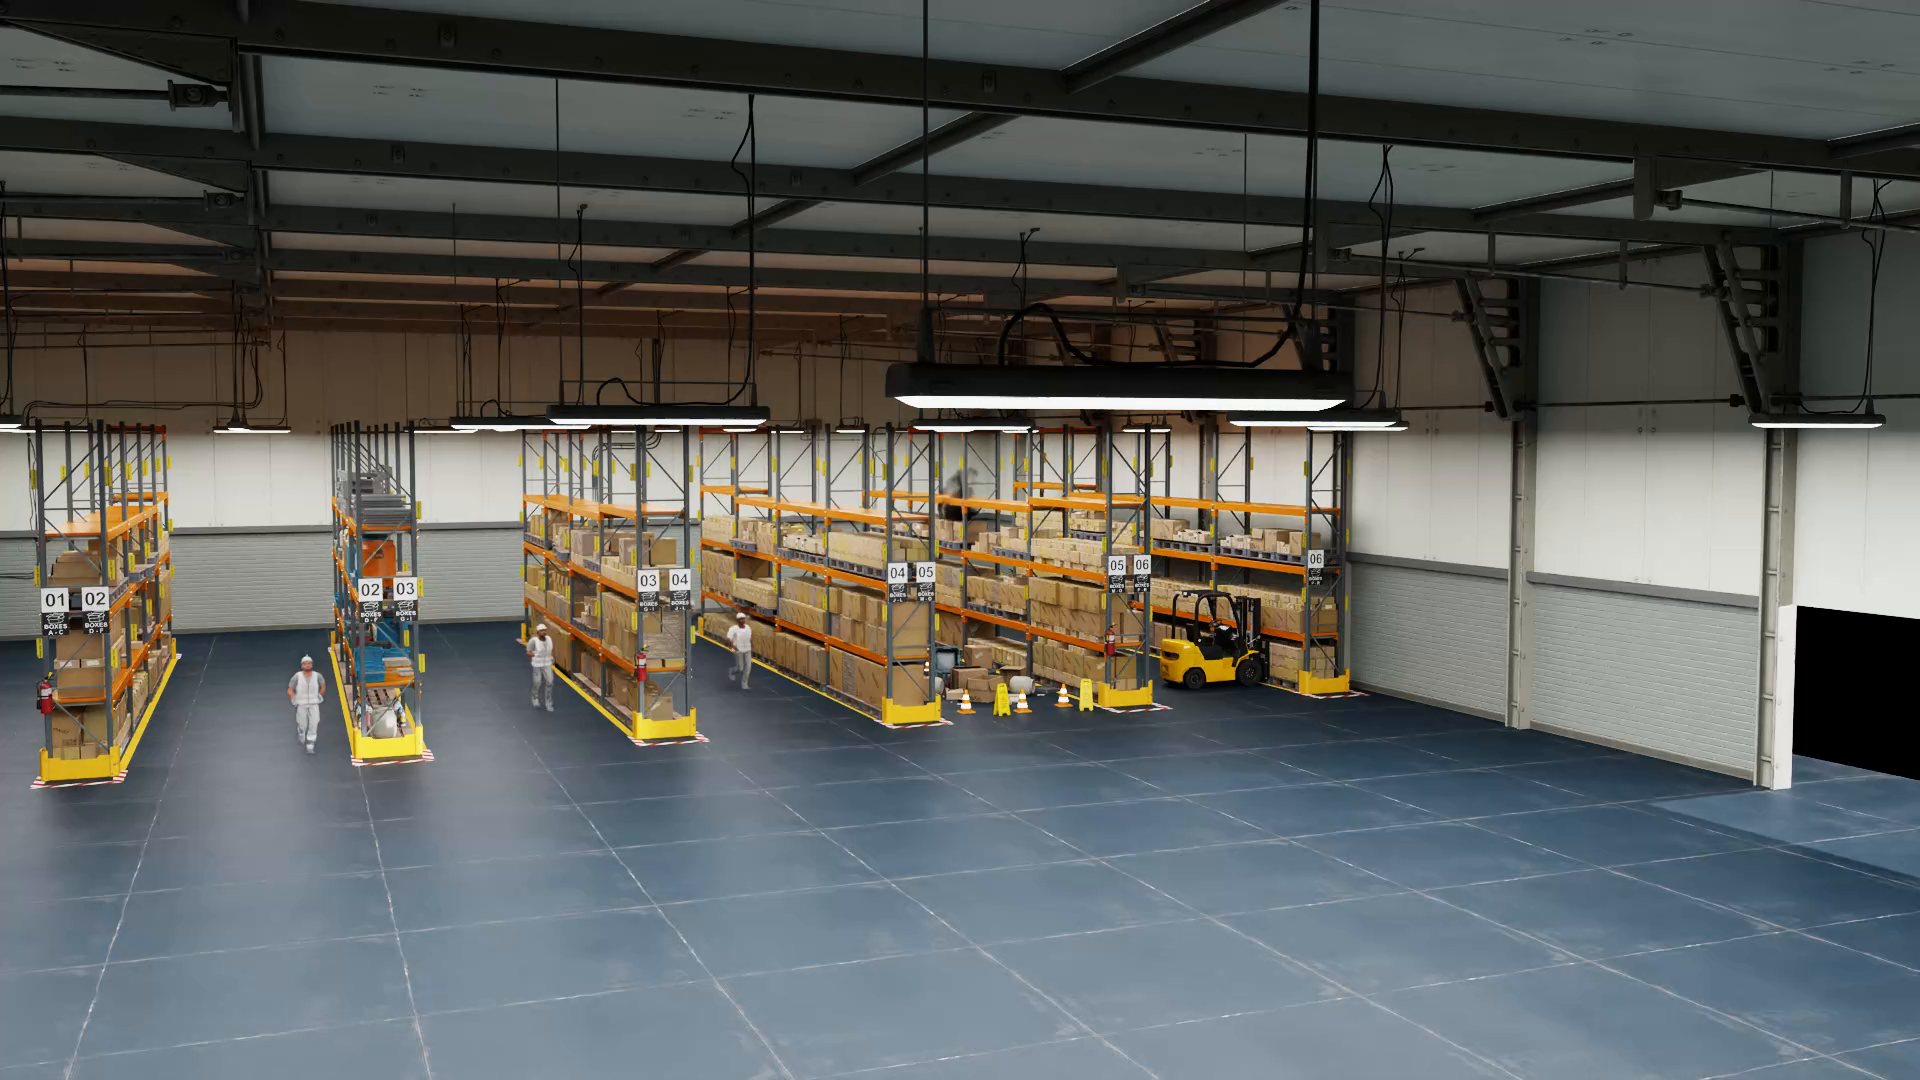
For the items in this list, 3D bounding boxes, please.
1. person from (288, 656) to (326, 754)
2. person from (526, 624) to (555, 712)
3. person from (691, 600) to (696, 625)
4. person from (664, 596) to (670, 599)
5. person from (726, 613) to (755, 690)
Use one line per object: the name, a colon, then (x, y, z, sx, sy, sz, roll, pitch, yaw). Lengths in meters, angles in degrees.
person: (-11.775, 2.973, 30.041, 0.650, 1.735, 0.744, -2, 4, -27)
person: (-8.751, 2.668, 34.720, 0.661, 1.839, 0.814, -2, 4, -33)
person: (-7.363, 2.170, 44.465, 0.596, 1.598, 0.697, -2, 4, -30)
person: (-8.327, 1.970, 46.716, 0.710, 1.675, 0.821, -1, 4, -8)
person: (-4.938, 2.511, 37.611, 0.700, 1.739, 0.801, -3, 4, -35)
